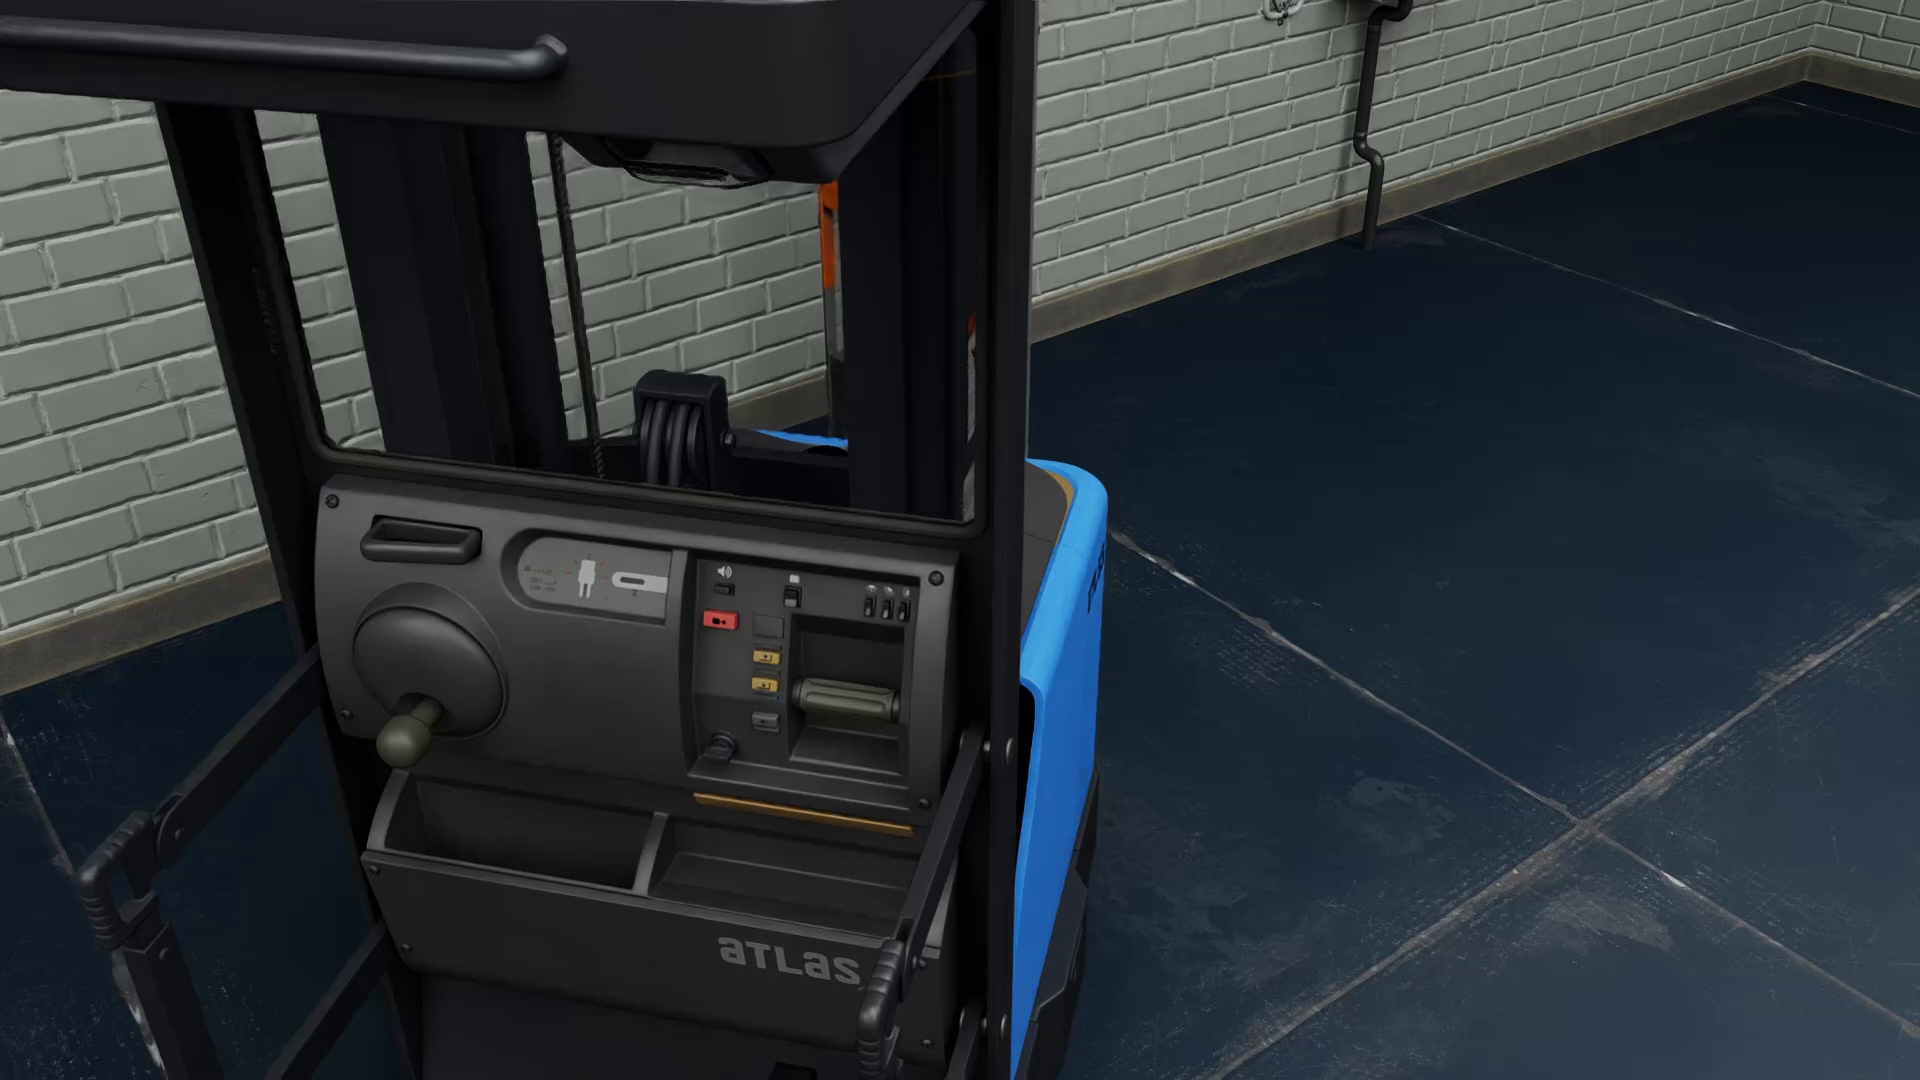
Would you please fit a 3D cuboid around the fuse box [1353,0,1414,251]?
[{"bbox_3d":[1.826,-2.004,6.856,0.539,1.711,0.414,-22,38,-31],"label":"fuse box"}]

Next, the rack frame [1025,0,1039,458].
[{"bbox_3d":[0.048,-0.859,4.643,0.400,2.100,0.015,-22,38,-31],"label":"rack frame"}]

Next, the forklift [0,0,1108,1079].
[{"bbox_3d":[-0.512,0.209,2.135,1.130,2.935,3.031,7,33,11],"label":"forklift"}]

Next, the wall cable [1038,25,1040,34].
[{"bbox_3d":[0.077,-2.378,5.243,0.585,1.953,0.123,-22,38,-31],"label":"wall cable"}]

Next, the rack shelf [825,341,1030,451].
[{"bbox_3d":[-0.101,-0.355,5.184,0.431,0.518,0.480,-22,38,-31],"label":"rack shelf"}]

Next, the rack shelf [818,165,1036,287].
[{"bbox_3d":[-0.101,-0.949,4.814,0.431,0.518,0.480,-22,38,-31],"label":"rack shelf"}]

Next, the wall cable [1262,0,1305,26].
[{"bbox_3d":[1.191,-2.828,5.998,0.588,1.984,0.122,-22,38,-31],"label":"wall cable"}]

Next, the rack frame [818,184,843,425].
[{"bbox_3d":[-0.251,-1.063,4.971,0.400,2.100,0.015,-22,38,-31],"label":"rack frame"}]

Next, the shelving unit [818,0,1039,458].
[{"bbox_3d":[-0.101,-0.961,4.807,0.431,2.100,0.503,-22,38,-31],"label":"shelving unit"}]
